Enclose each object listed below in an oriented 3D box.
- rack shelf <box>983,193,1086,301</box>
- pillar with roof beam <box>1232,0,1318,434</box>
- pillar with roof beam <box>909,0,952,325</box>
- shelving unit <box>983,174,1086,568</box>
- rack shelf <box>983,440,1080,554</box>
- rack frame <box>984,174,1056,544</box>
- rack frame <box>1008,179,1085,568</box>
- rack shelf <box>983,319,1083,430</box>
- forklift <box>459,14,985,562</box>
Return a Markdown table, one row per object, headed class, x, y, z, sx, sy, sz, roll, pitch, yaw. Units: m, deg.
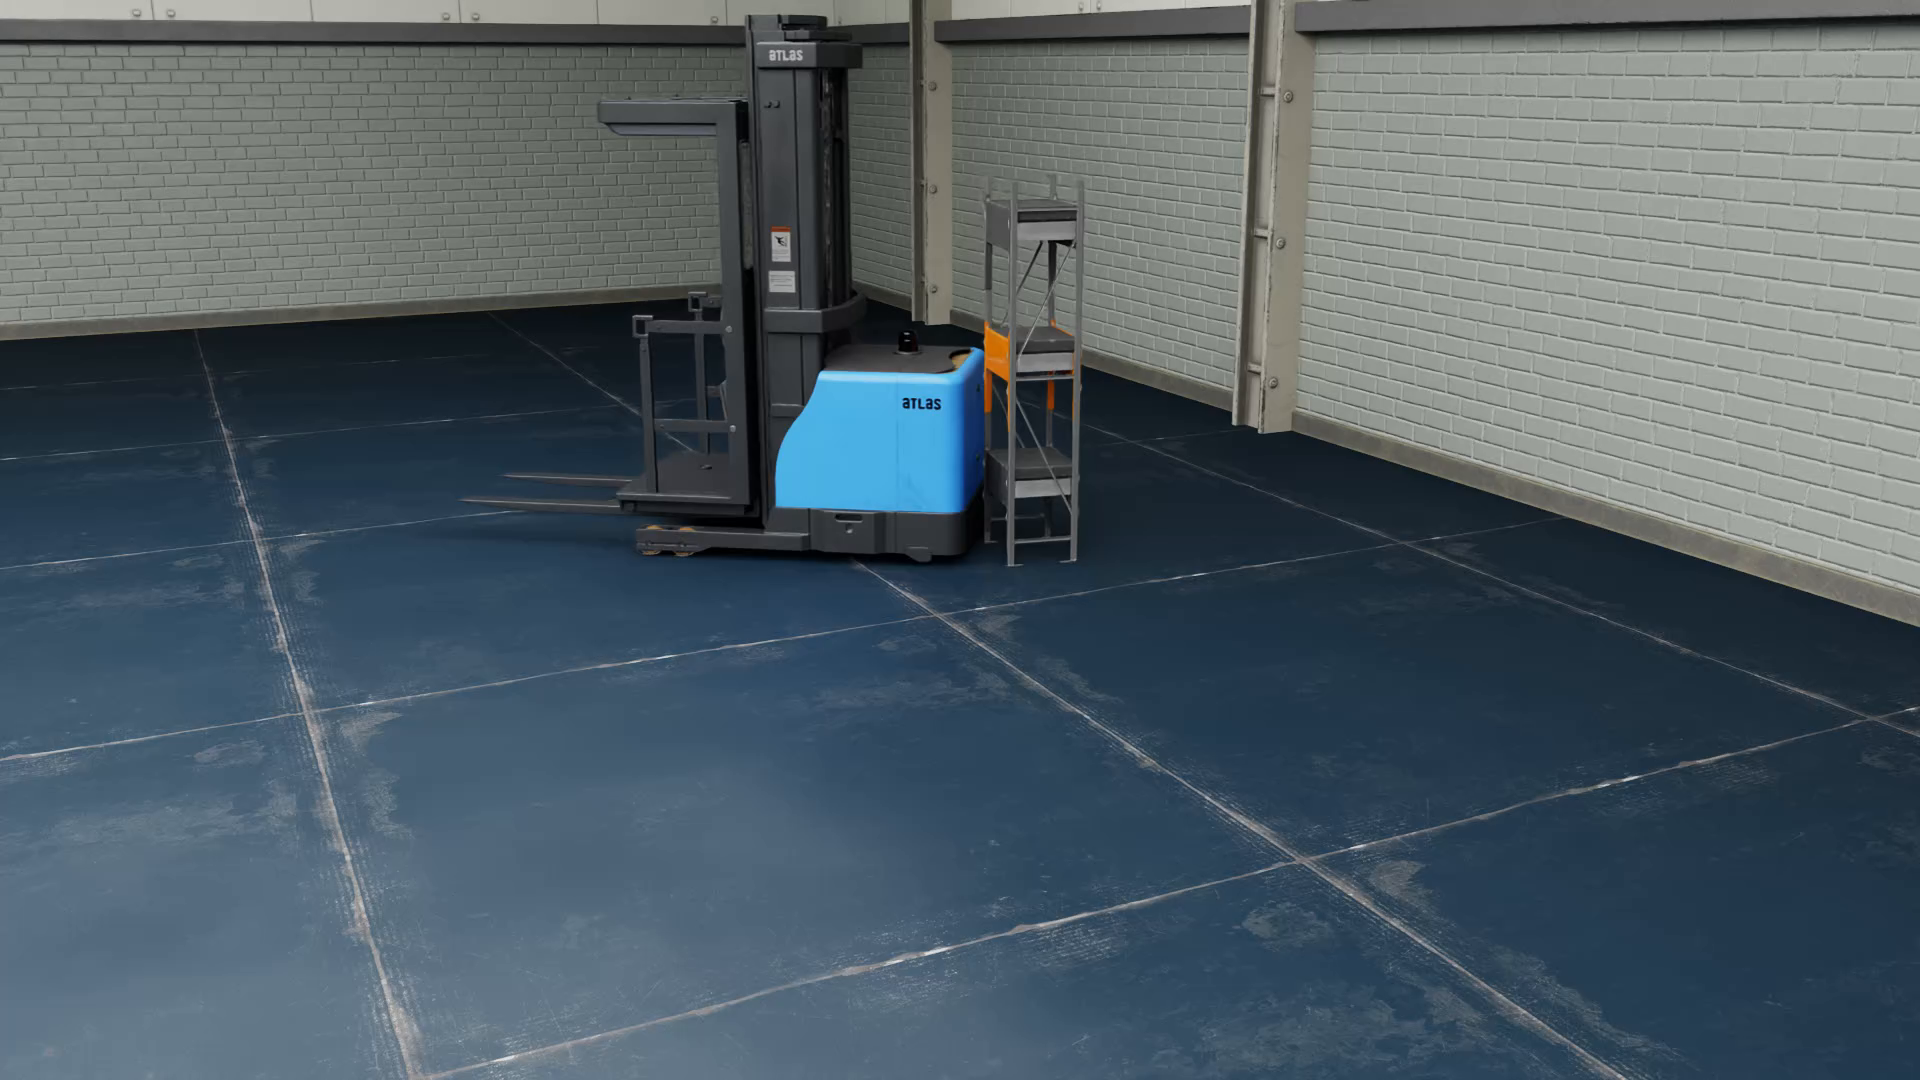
| class | x | y | z | sx | sy | sz | roll | pitch | yaw |
| --- | --- | --- | --- | --- | --- | --- | --- | --- | --- |
| rack shelf | 0.398 | -1.596 | 9.017 | 0.431 | 0.518 | 0.480 | -4 | 17 | -14 |
| pillar with roof beam | -1.543 | -4.673 | 9.721 | 9.100 | 9.000 | 0.400 | -8 | 18 | -25 |
| pillar with roof beam | -4.171 | -6.161 | 14.906 | 9.100 | 9.000 | 0.400 | -8 | 18 | -25 |
| shelving unit | 0.398 | -0.936 | 9.206 | 0.431 | 2.100 | 0.503 | -4 | 17 | -14 |
| rack shelf | 0.398 | -0.250 | 9.403 | 0.431 | 0.518 | 0.480 | -4 | 17 | -14 |
| rack frame | 0.337 | -1.001 | 9.433 | 0.400 | 2.100 | 0.015 | -4 | 17 | -14 |
| rack frame | 0.459 | -0.871 | 8.979 | 0.400 | 2.100 | 0.015 | -4 | 17 | -14 |
| rack shelf | 0.398 | -0.923 | 9.210 | 0.431 | 0.518 | 0.480 | -4 | 17 | -14 |
| forklift | -1.396 | -1.454 | 9.505 | 3.031 | 2.935 | 1.130 | 2 | 16 | 8 |
